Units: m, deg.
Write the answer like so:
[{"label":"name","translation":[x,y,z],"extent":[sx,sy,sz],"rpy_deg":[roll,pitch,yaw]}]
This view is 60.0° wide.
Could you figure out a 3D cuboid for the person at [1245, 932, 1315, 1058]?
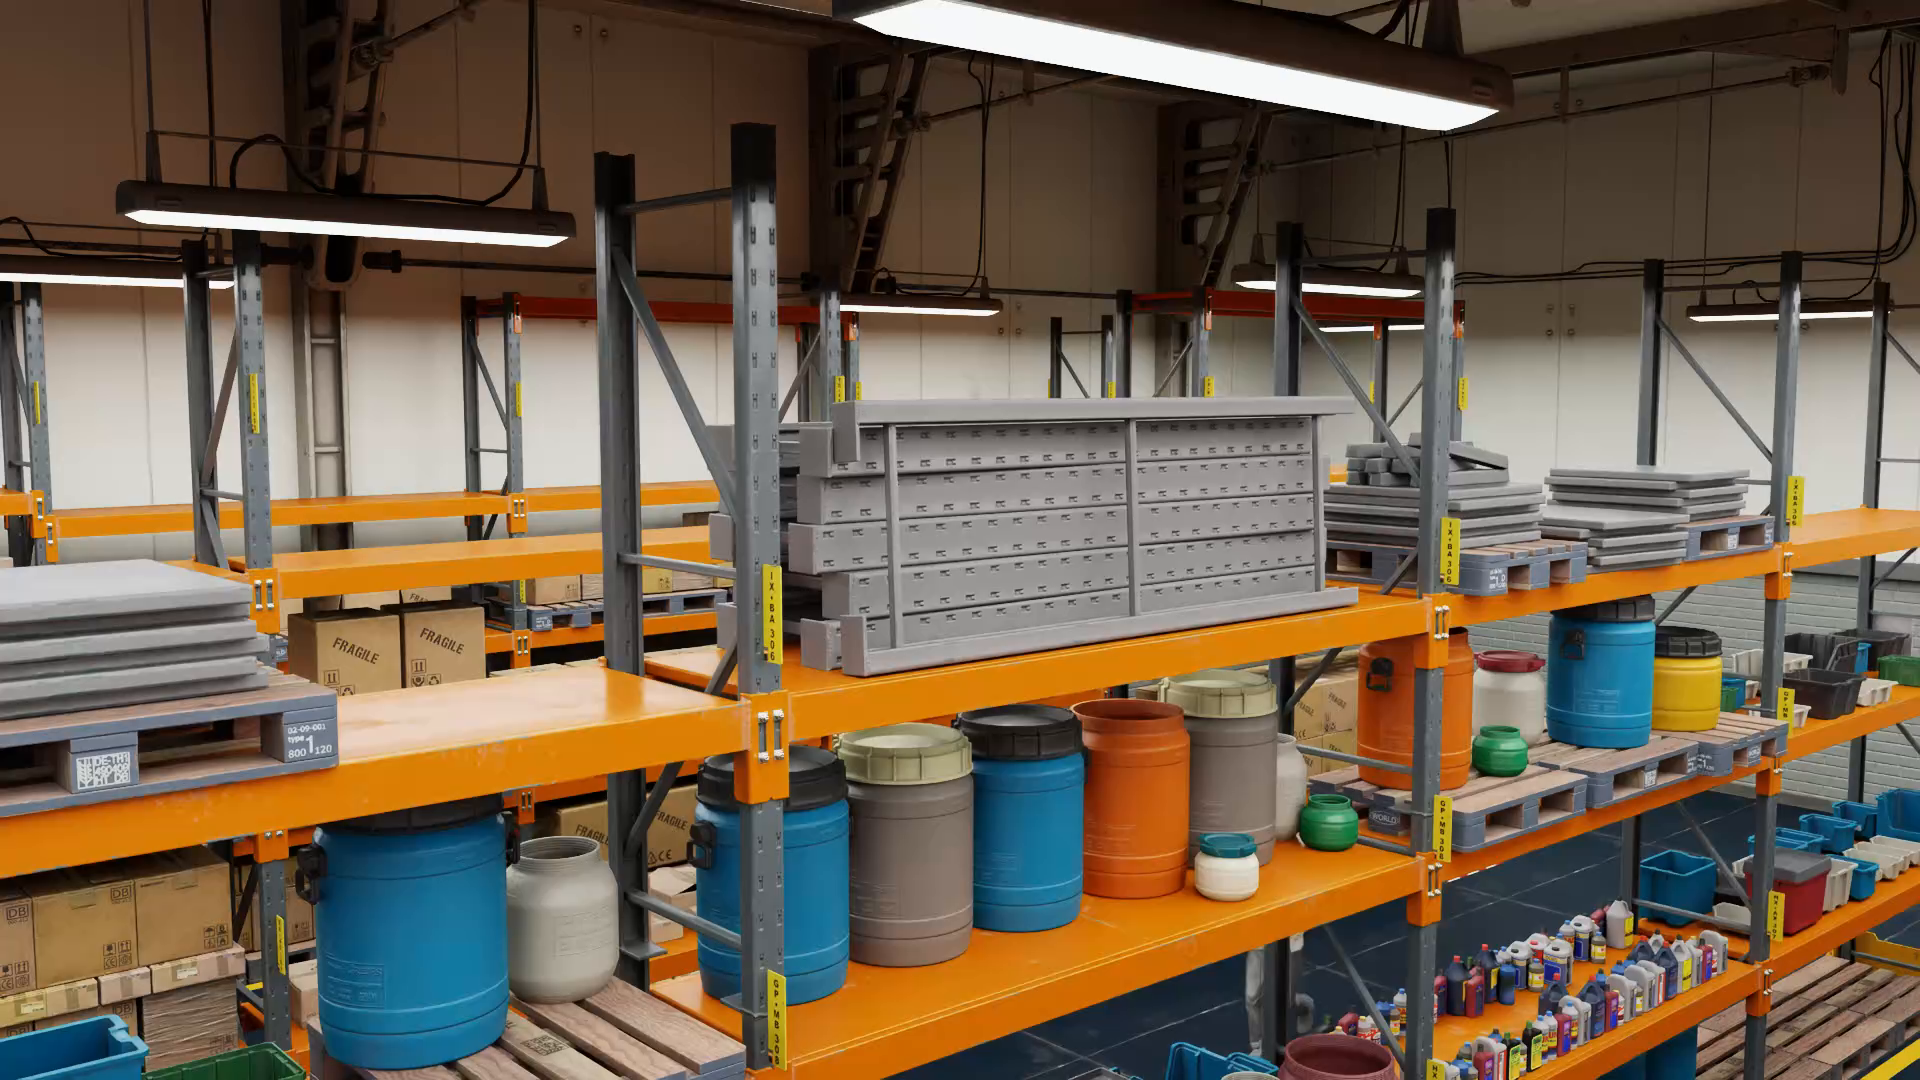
[{"label":"person","translation":[2.426,3.097,12.755],"extent":[0.668,1.739,0.803],"rpy_deg":[4,7,39]}]
